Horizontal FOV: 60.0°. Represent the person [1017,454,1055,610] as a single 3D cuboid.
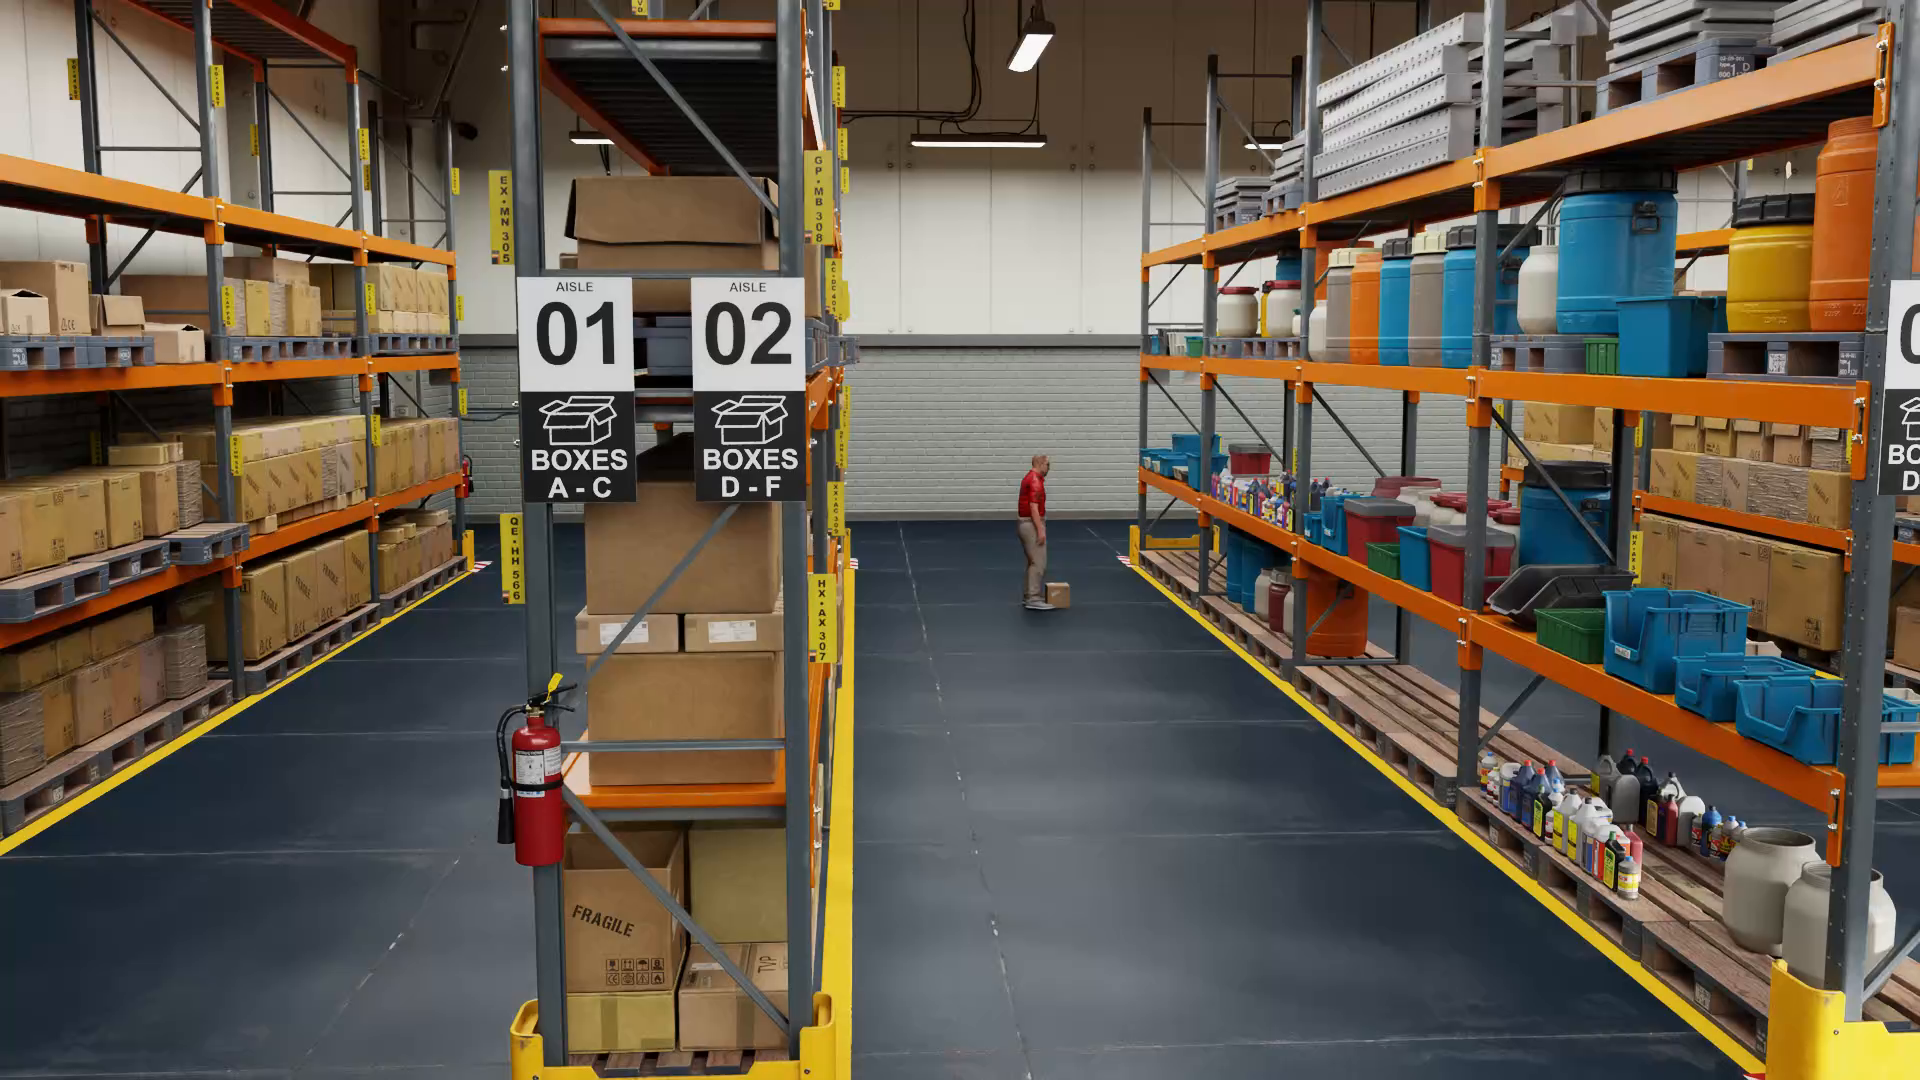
[{"bbox_3d":[0.848,-0.106,18.691,0.401,1.725,0.597,-1,7,-7],"label":"person"}]
